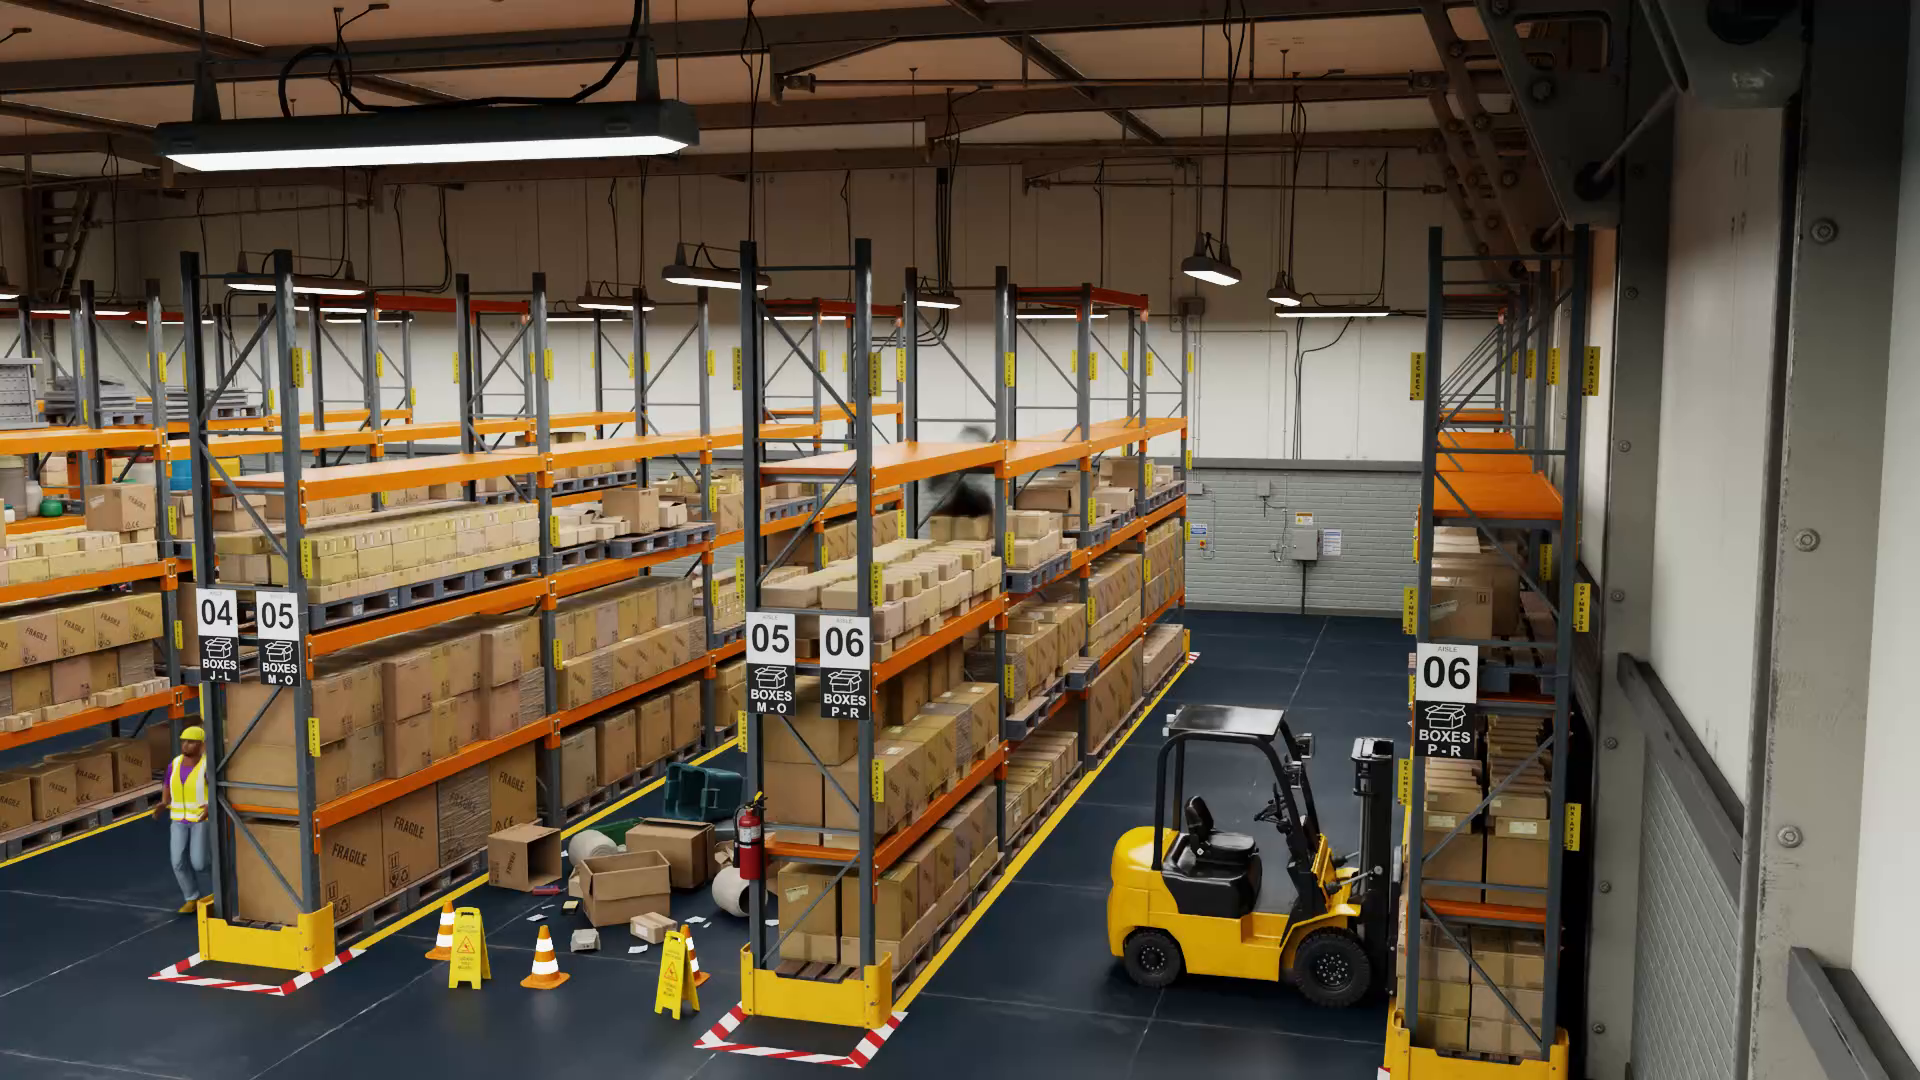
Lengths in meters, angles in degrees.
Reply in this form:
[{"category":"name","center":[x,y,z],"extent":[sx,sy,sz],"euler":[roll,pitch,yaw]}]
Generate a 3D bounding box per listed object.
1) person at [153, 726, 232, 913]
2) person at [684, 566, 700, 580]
[{"category":"person","center":[-7.121,2.581,15.509],"extent":[0.700,1.719,0.625],"euler":[1,6,8]},{"category":"person","center":[-4.184,1.313,26.457],"extent":[0.612,1.815,0.916],"euler":[3,7,22]}]
